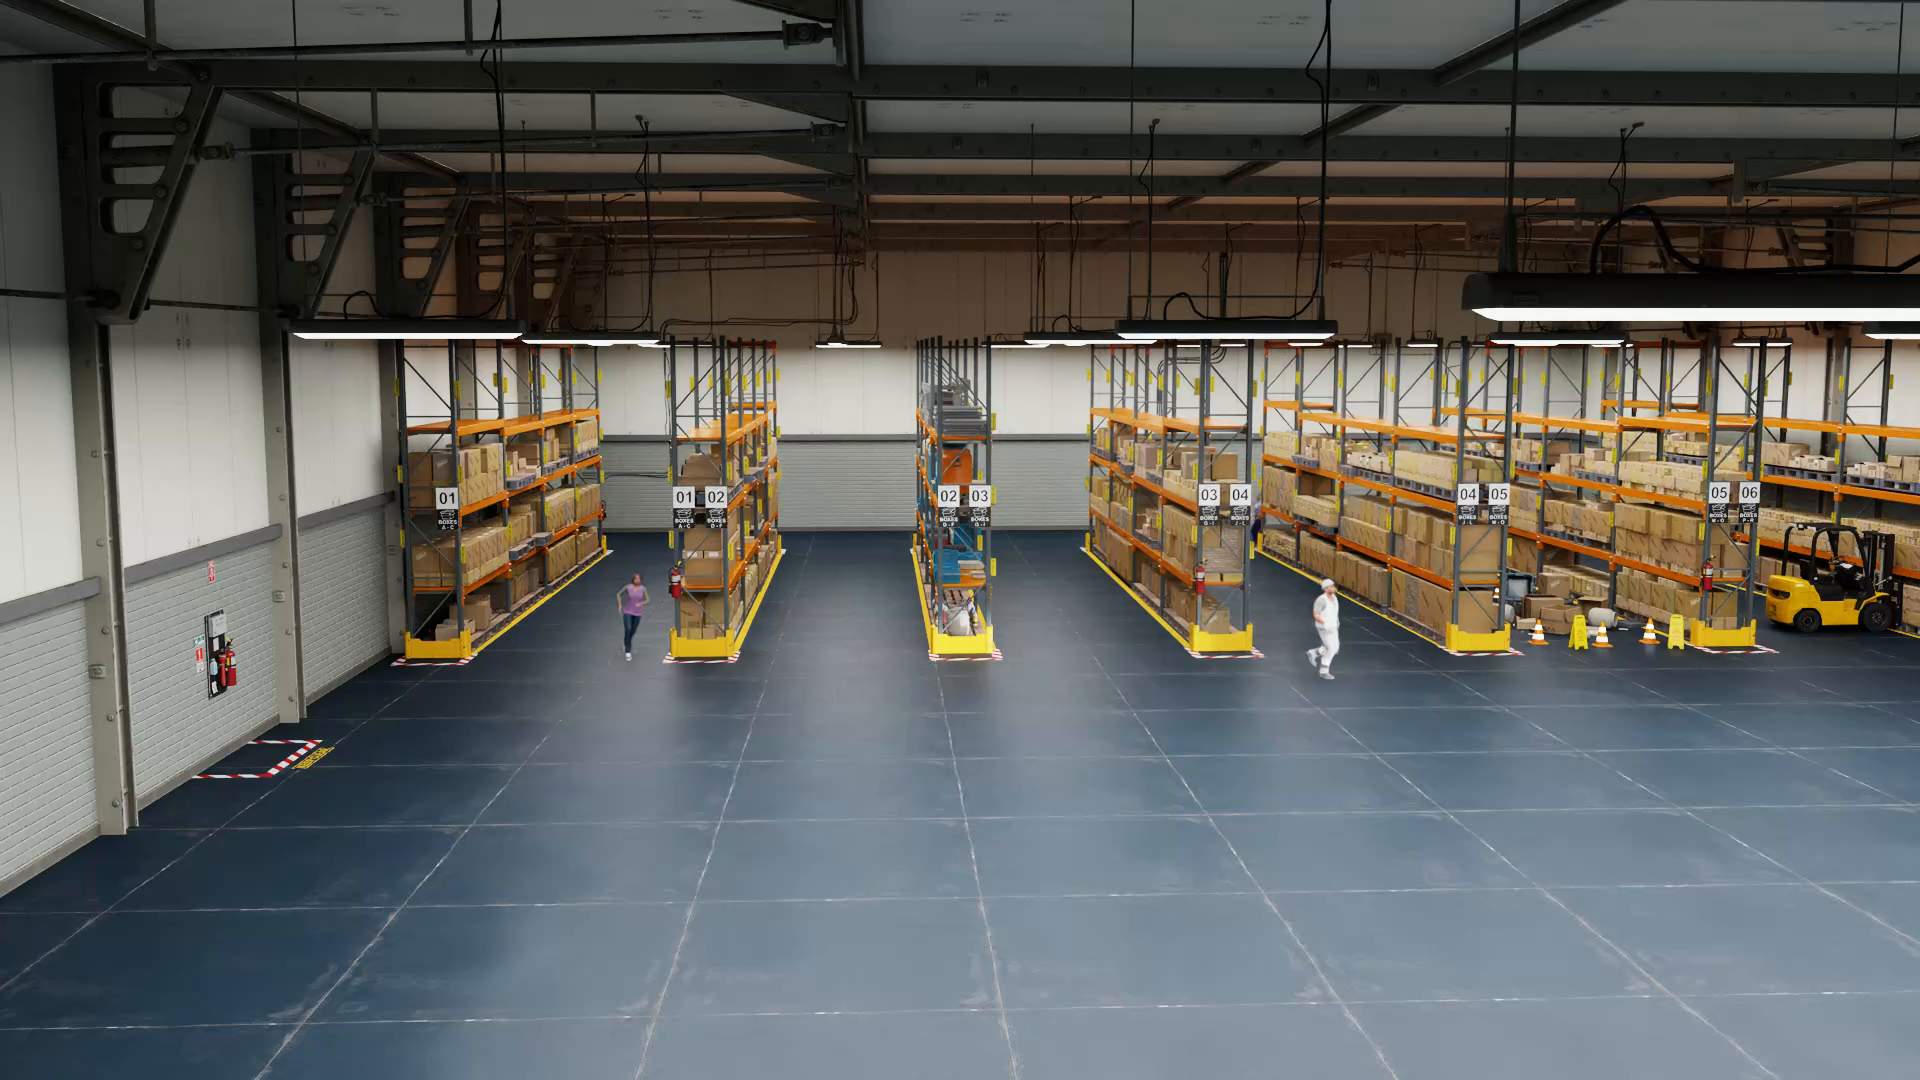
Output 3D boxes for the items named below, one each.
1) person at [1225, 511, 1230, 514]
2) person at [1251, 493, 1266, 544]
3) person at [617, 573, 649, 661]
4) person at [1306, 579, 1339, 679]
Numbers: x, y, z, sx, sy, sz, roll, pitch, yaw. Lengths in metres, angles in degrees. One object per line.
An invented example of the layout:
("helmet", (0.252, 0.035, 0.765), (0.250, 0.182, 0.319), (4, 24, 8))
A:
("person", (7.459, -0.420, 46.545), (0.727, 1.716, 0.578), (0, 6, -3))
("person", (8.952, -0.592, 49.223), (0.747, 1.480, 0.673), (0, 6, -1))
("person", (-6.109, 1.397, 31.145), (0.580, 1.580, 0.886), (-3, 7, -23))
("person", (6.390, 1.544, 29.250), (0.668, 1.759, 0.667), (6, 9, 43))
